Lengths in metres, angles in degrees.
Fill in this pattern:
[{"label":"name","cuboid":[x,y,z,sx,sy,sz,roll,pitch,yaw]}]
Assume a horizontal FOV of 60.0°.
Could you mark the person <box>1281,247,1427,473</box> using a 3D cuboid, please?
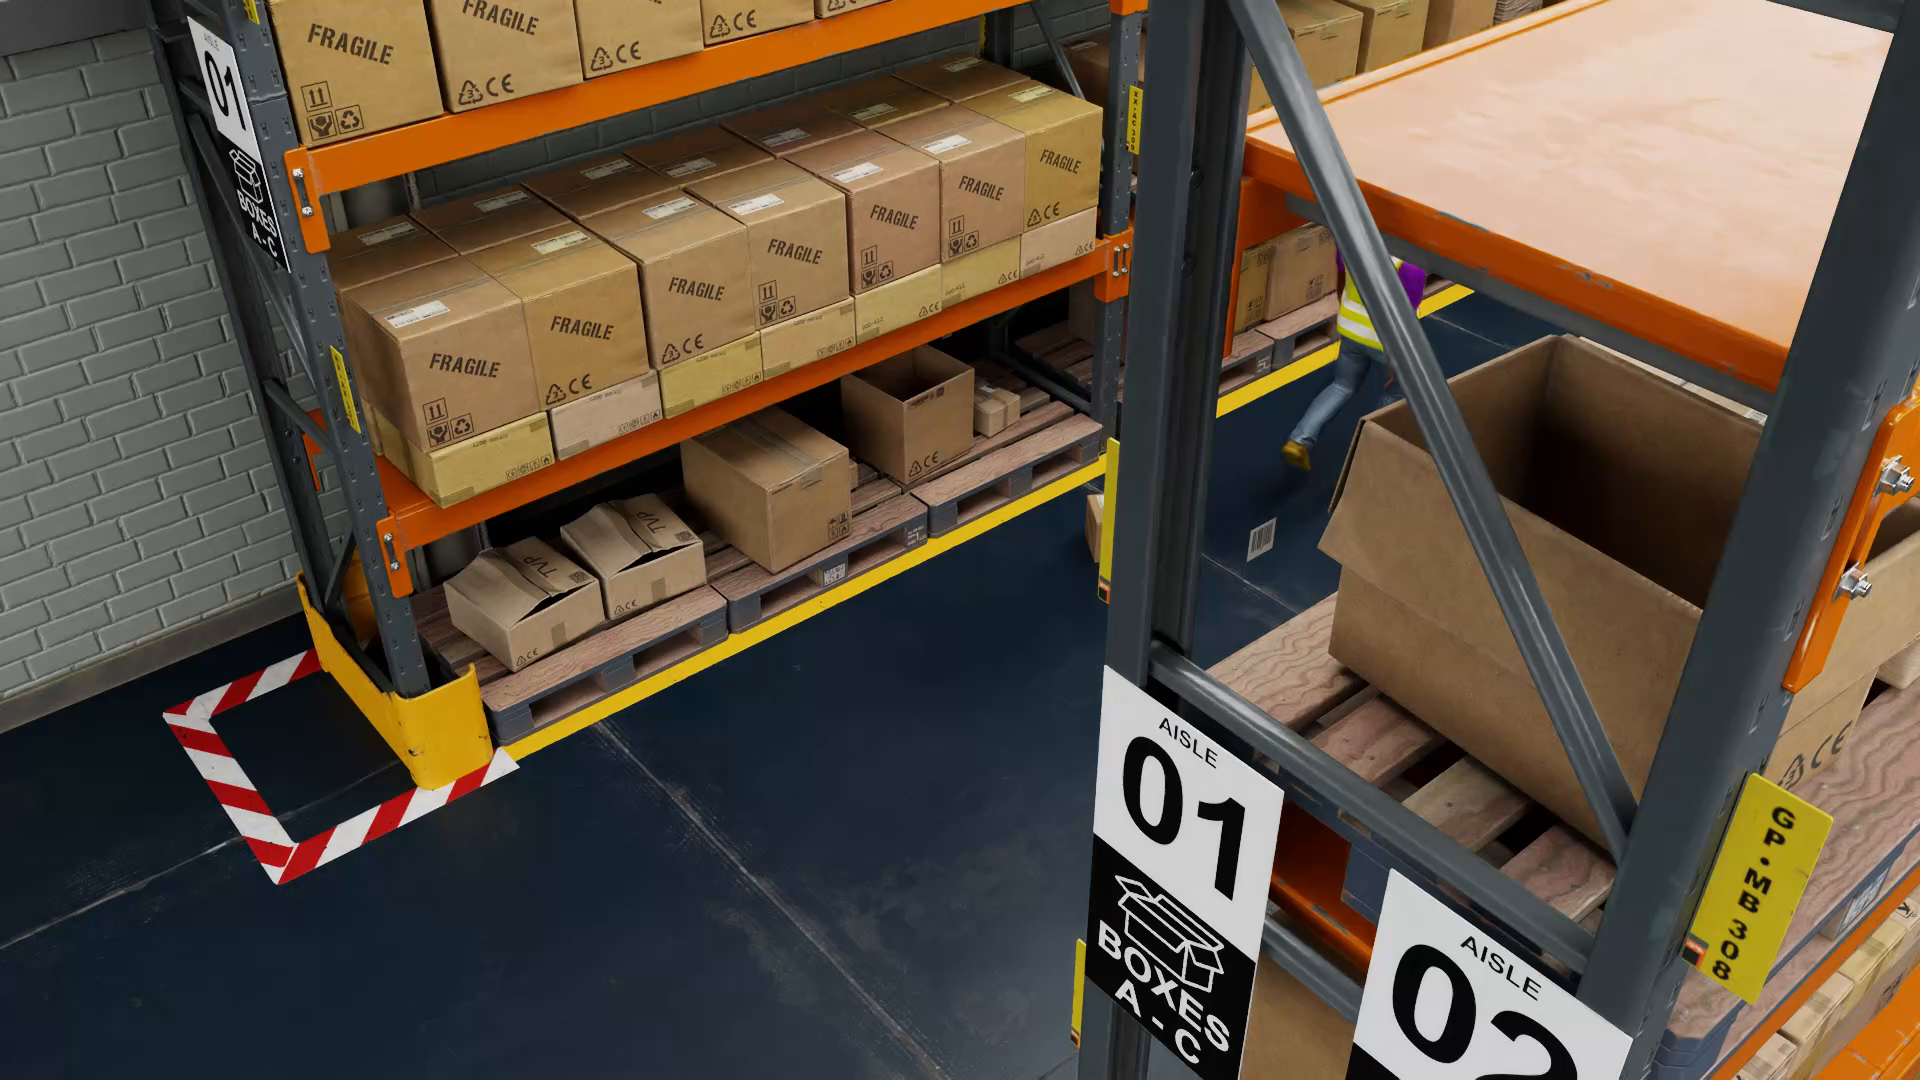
[{"label":"person","cuboid":[2.105,-1.062,8.515,0.859,1.739,0.564,-26,43,-31]}]
